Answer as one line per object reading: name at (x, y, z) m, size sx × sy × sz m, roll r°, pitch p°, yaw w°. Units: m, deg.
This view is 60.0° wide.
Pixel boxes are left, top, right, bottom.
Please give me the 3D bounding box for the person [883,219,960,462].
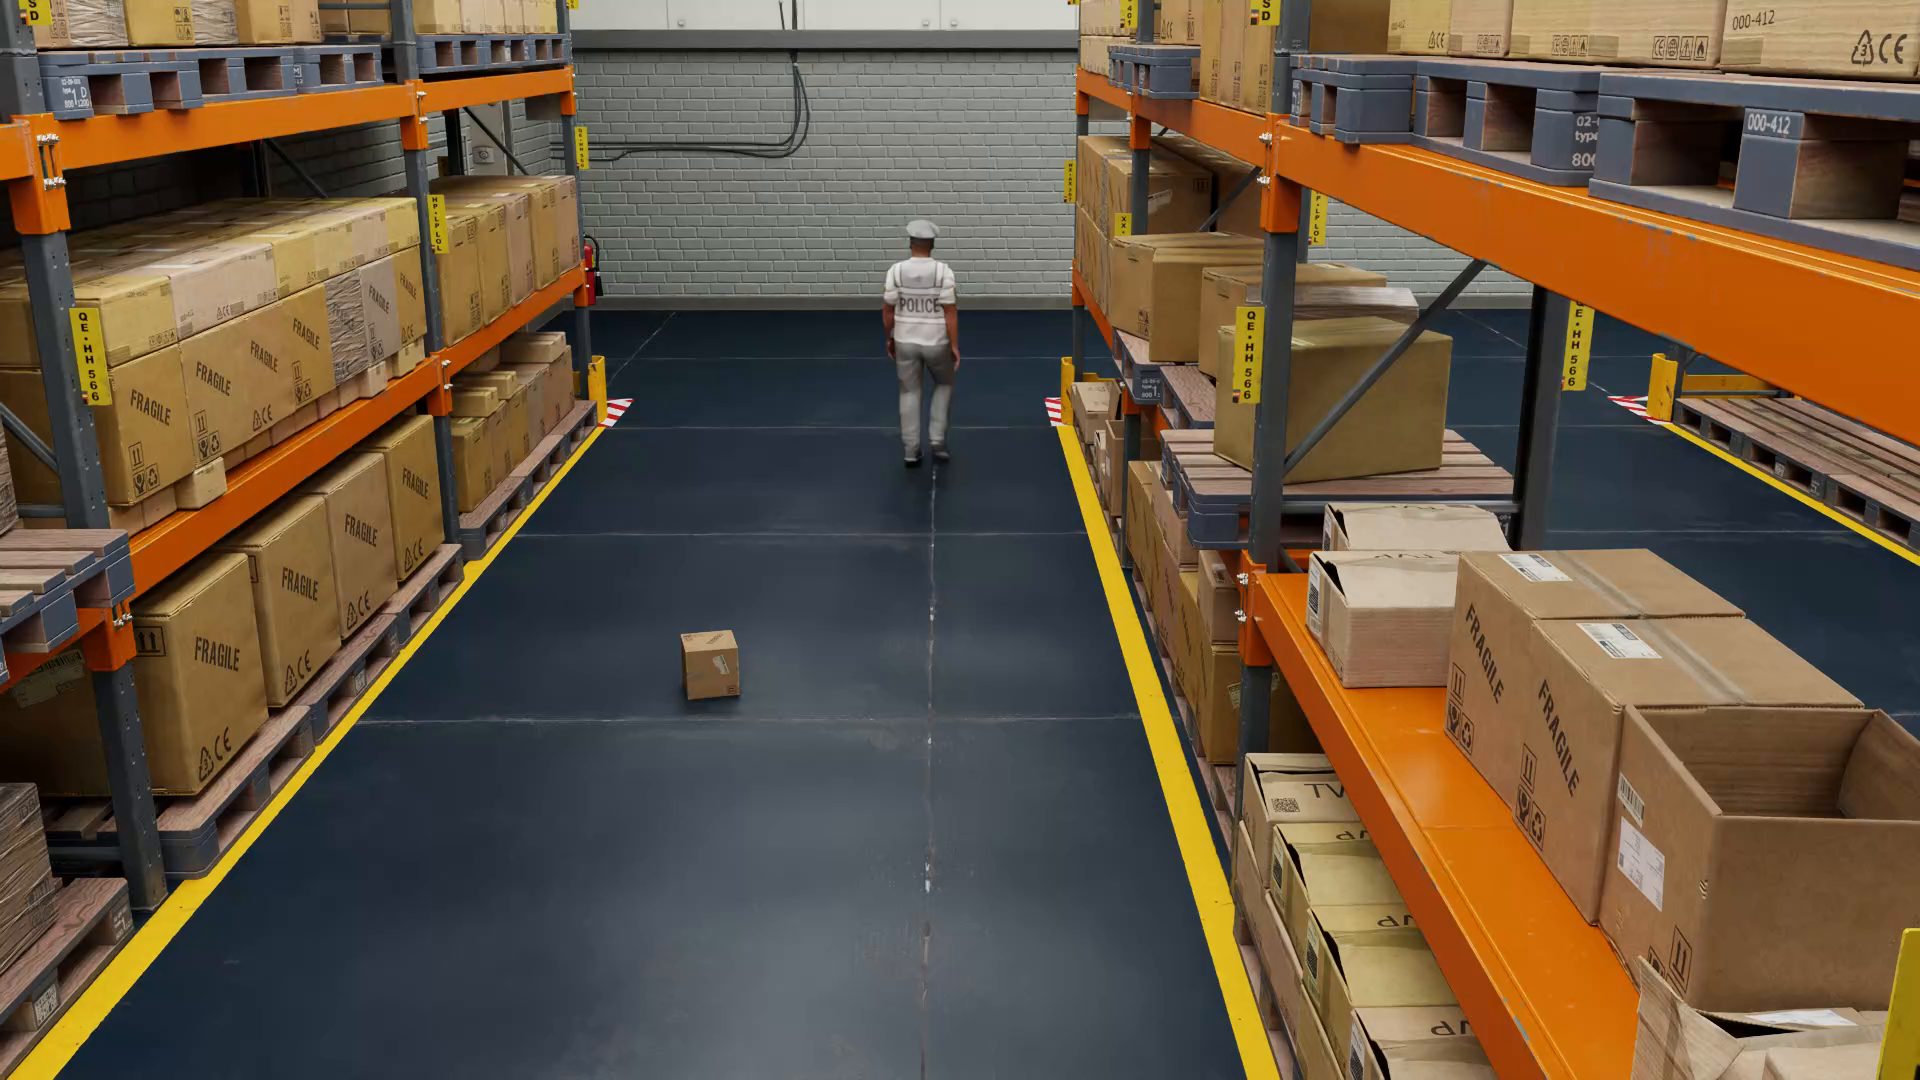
person at (-0.275, -1.419, 12.222) m, size 0.576 × 1.855 × 0.513 m, roll 1°, pitch 17°, yaw 4°
